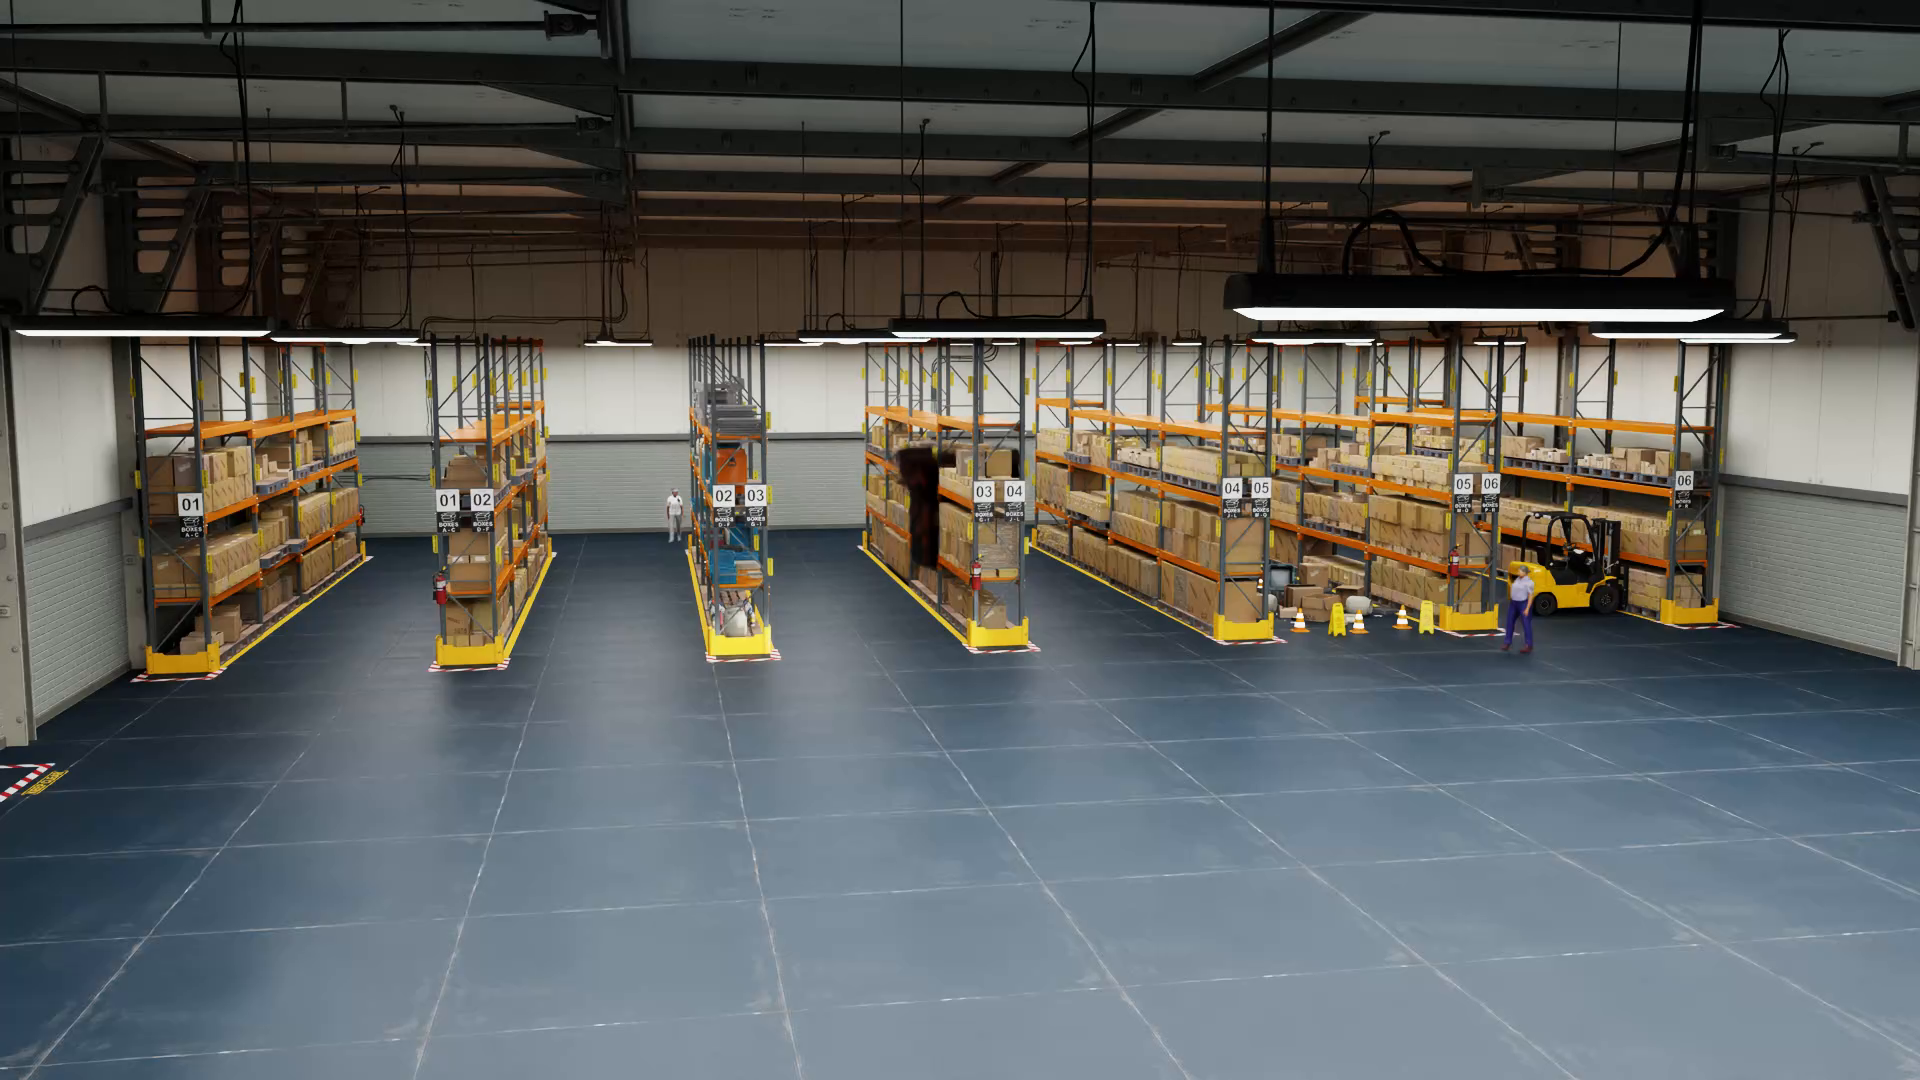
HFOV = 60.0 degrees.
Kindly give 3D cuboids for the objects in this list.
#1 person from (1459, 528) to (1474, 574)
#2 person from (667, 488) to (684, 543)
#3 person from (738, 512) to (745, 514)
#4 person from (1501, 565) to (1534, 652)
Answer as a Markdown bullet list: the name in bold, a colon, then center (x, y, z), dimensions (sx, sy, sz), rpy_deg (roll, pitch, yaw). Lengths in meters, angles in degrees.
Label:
- **person**: center (11.693, 0.463, 38.602), dimensions (0.559, 1.718, 0.557), rpy_deg (5, 8, 35)
- **person**: center (-8.425, -0.750, 49.261), dimensions (0.517, 1.617, 1.008), rpy_deg (-1, 7, -8)
- **person**: center (-6.511, -0.751, 49.456), dimensions (0.415, 1.603, 0.441), rpy_deg (2, 7, 21)
- **person**: center (10.619, 1.286, 31.607), dimensions (0.463, 1.646, 0.542), rpy_deg (-5, 8, -39)
